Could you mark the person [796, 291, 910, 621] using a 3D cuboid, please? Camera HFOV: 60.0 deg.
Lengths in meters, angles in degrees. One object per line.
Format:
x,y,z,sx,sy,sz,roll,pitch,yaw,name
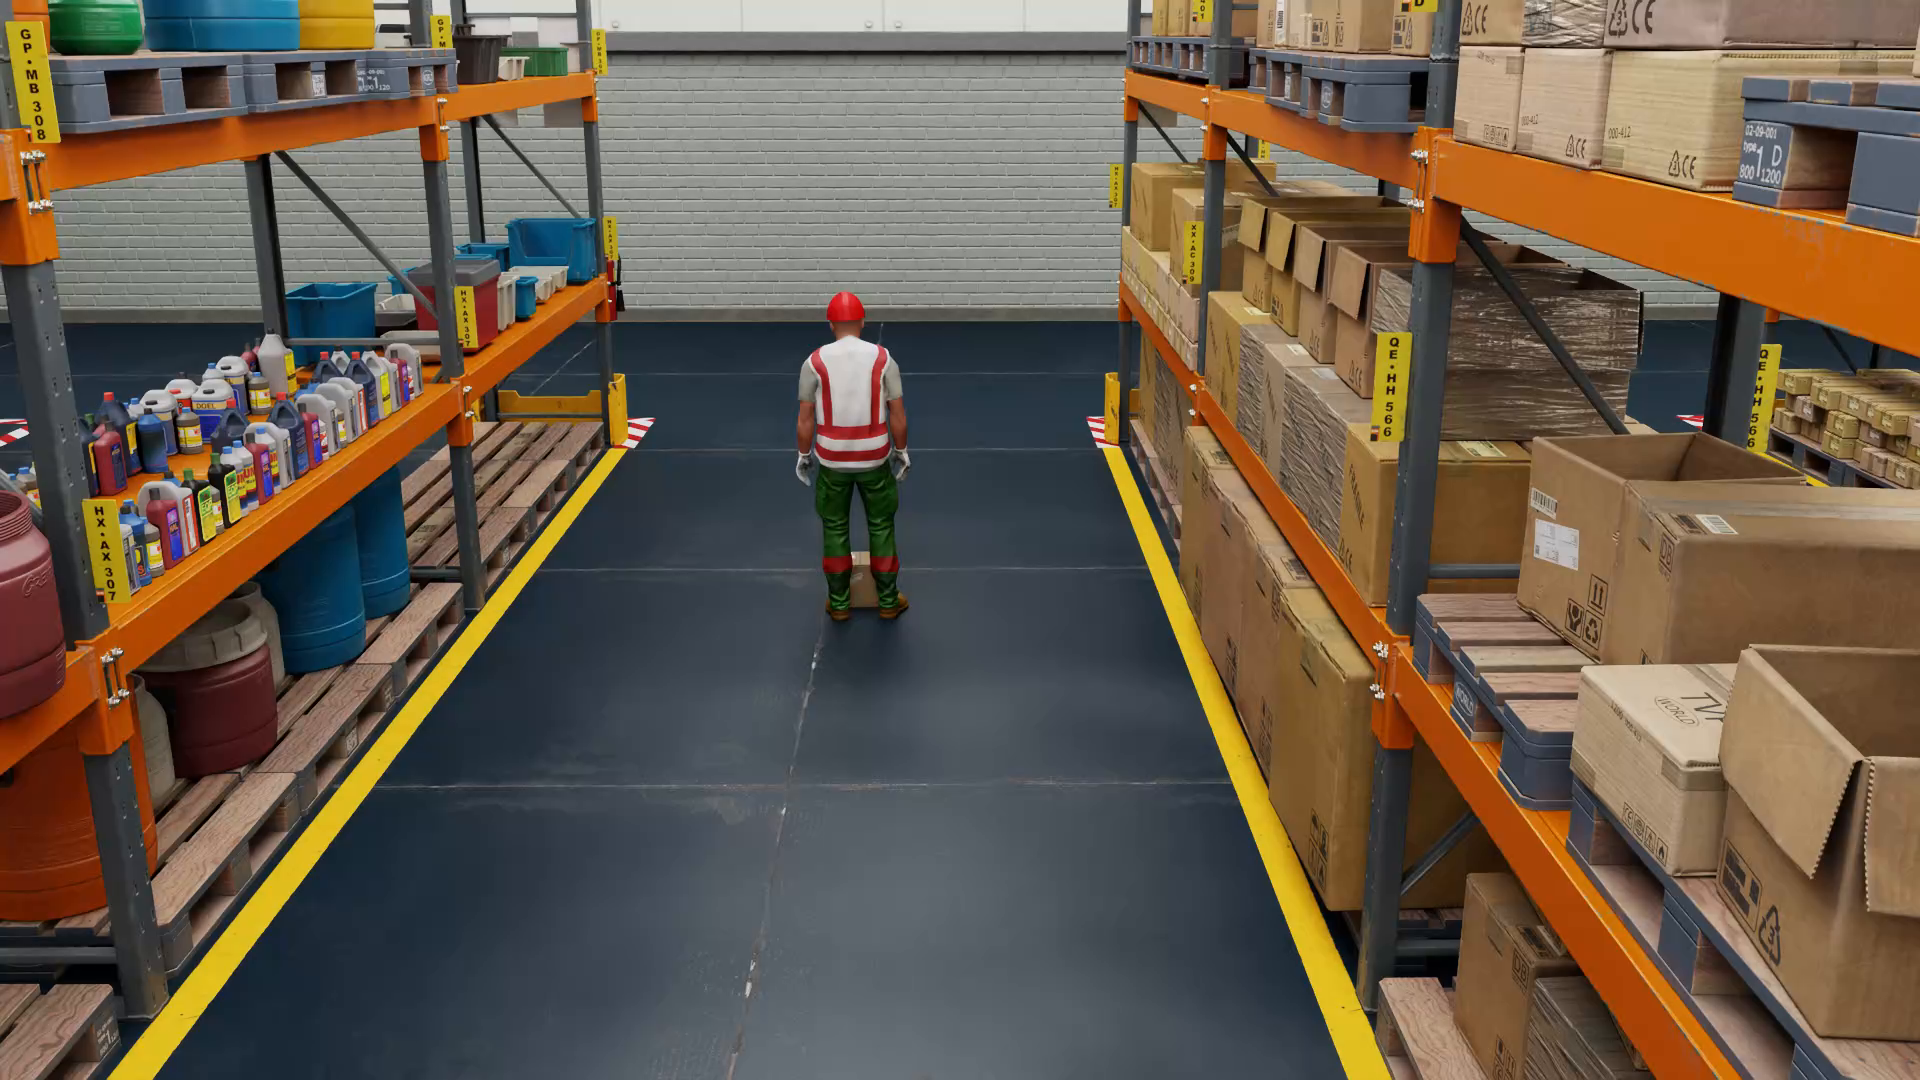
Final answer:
-0.577,-0.443,8.970,0.619,1.779,0.449,-1,17,-4,person
